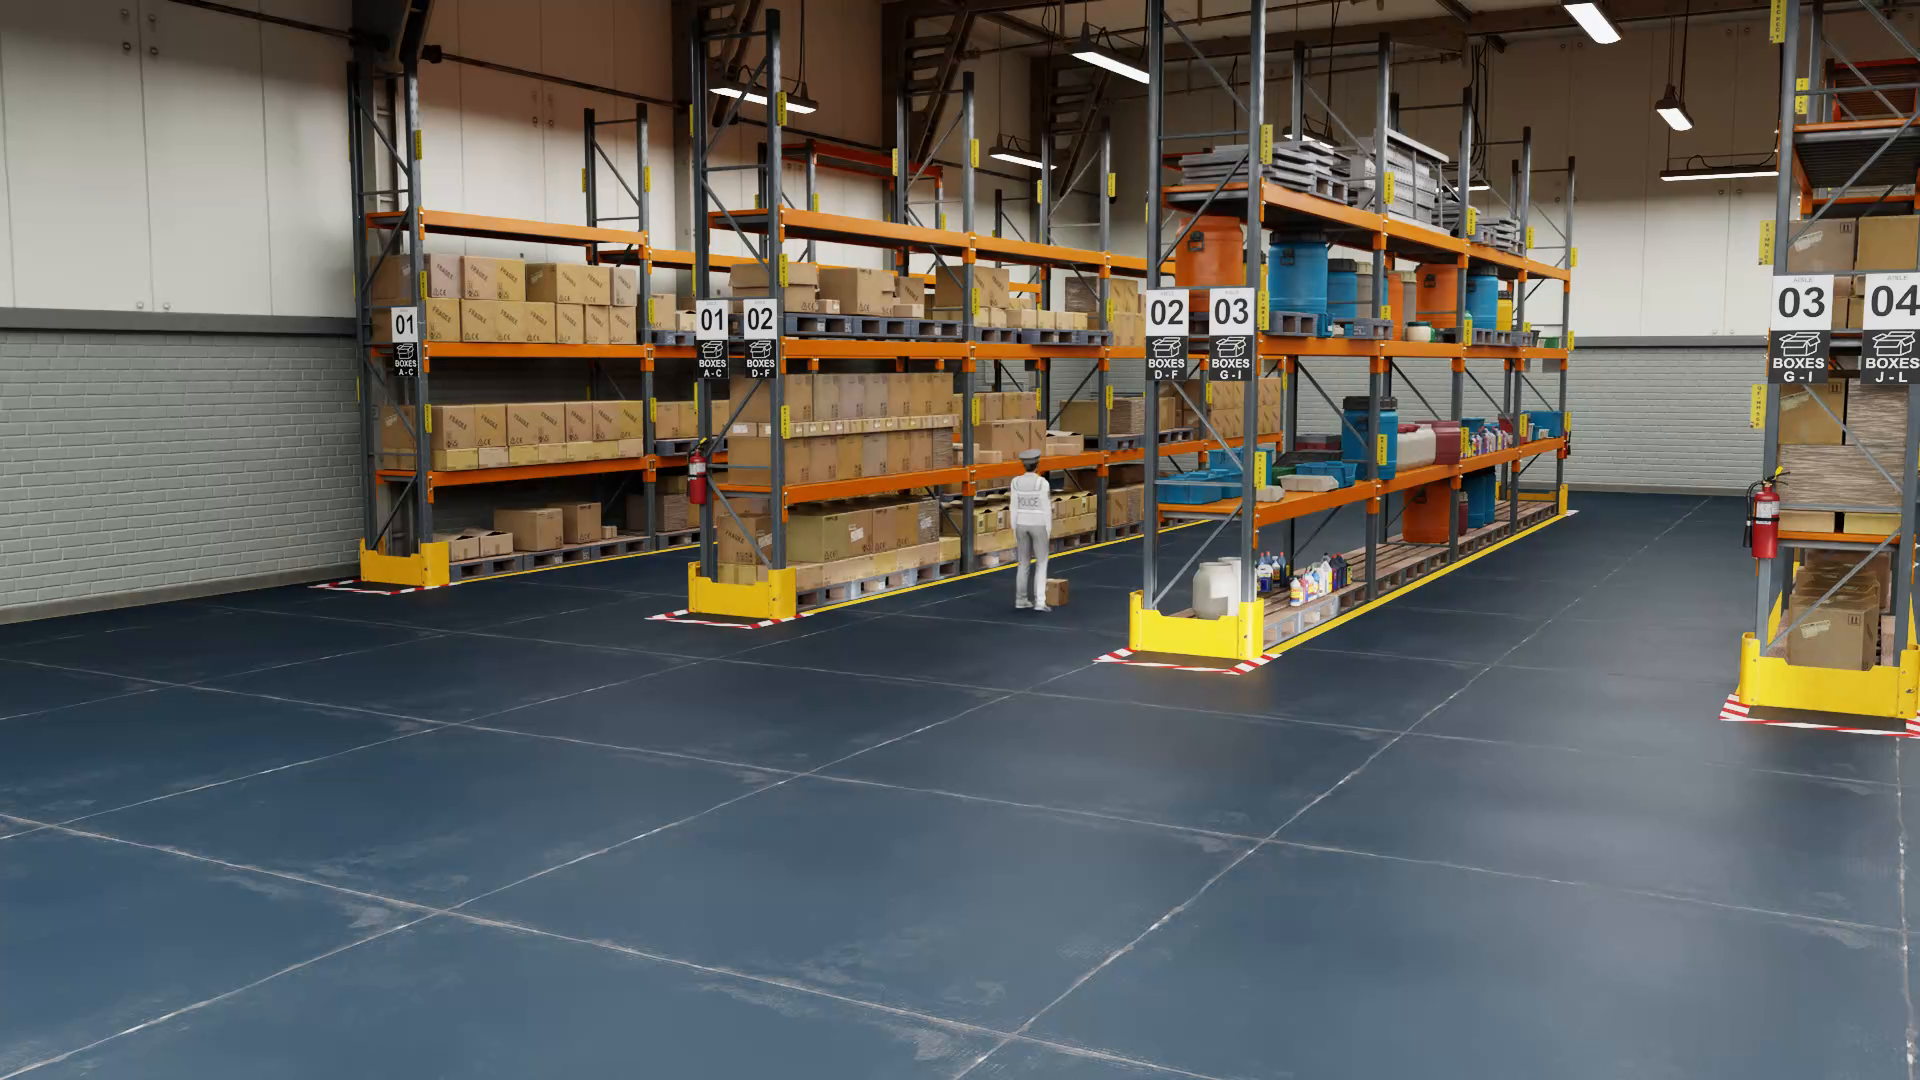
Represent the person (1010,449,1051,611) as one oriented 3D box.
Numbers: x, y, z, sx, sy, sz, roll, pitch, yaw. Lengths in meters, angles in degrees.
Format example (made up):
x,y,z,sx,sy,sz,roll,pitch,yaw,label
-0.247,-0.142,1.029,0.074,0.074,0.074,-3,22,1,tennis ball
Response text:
x,y,z,sx,sy,sz,roll,pitch,yaw,label
0.746,-0.098,17.319,0.465,1.701,0.343,4,7,30,person
